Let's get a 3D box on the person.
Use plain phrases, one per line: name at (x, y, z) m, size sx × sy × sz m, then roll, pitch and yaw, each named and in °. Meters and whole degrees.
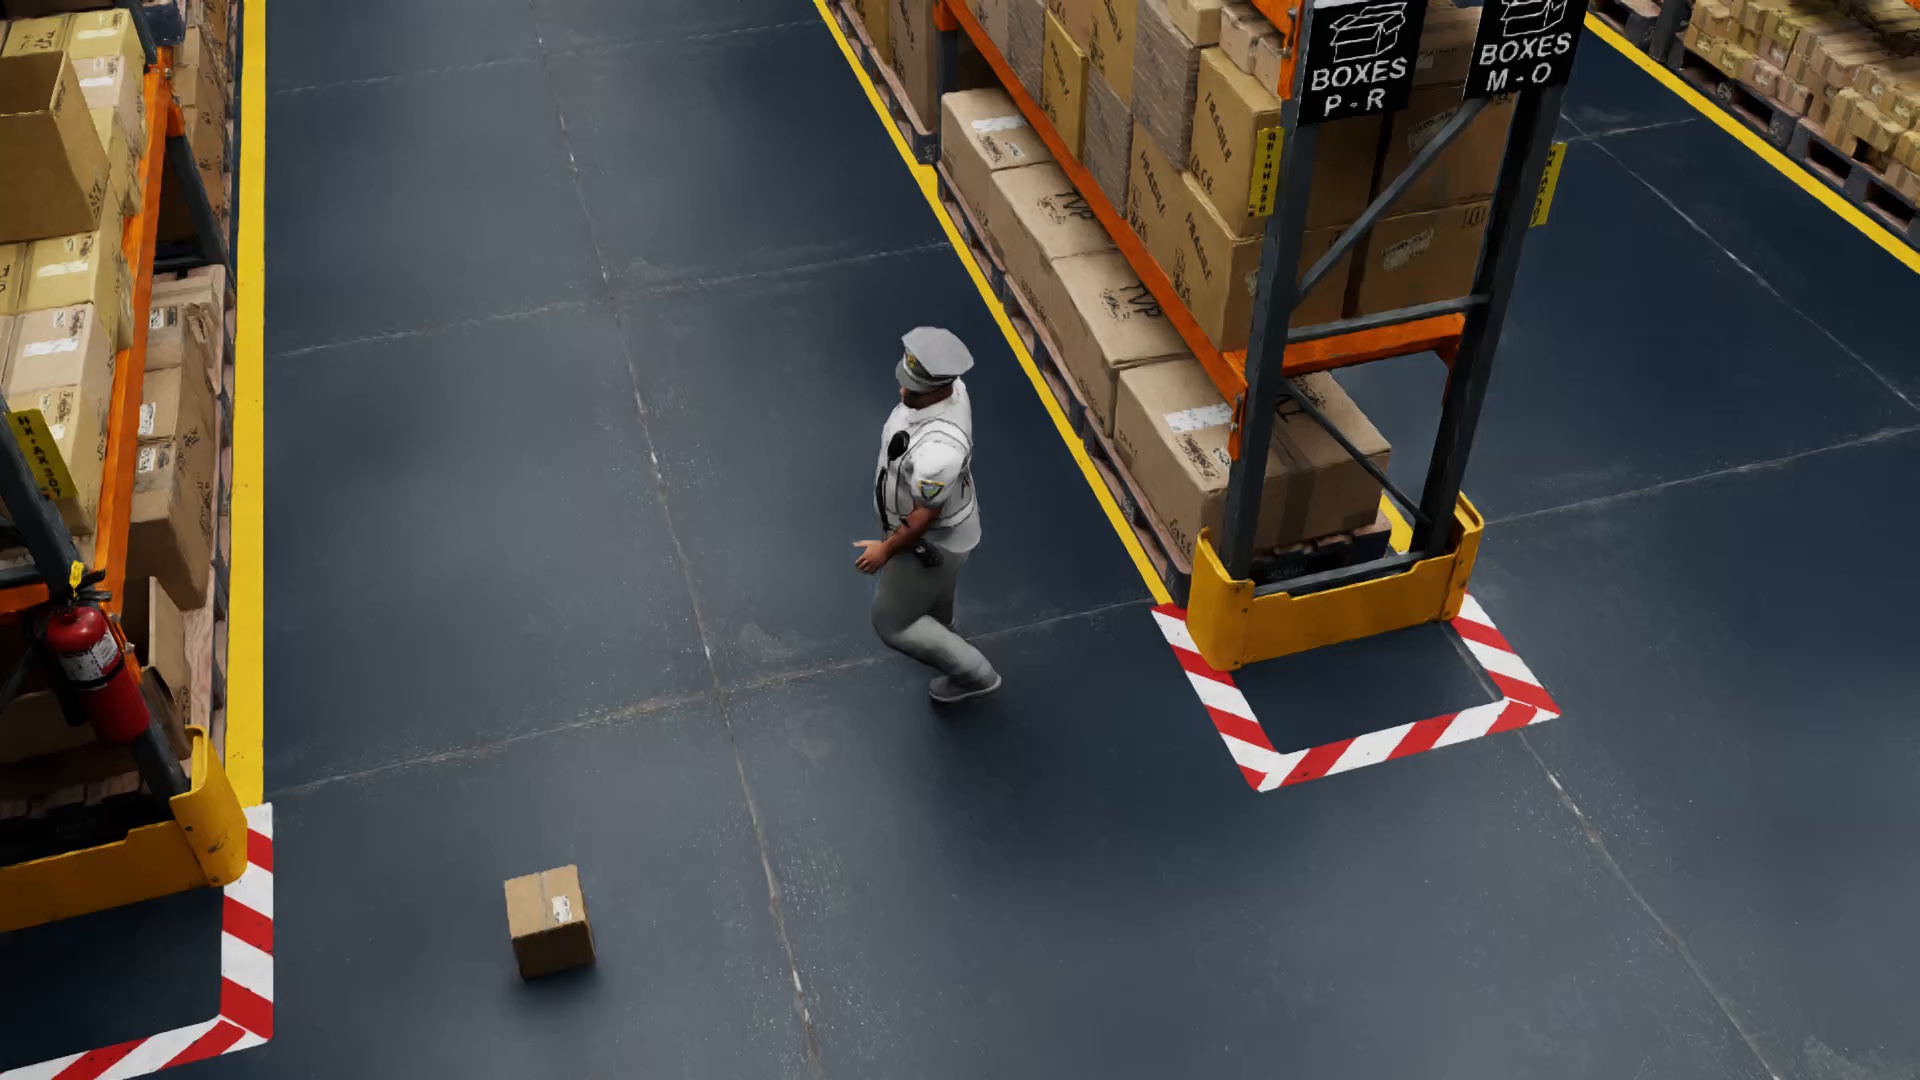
person at (-0.128, -0.112, 6.282) m, size 0.554 × 1.740 × 0.691 m, roll -2°, pitch 42°, yaw -3°
